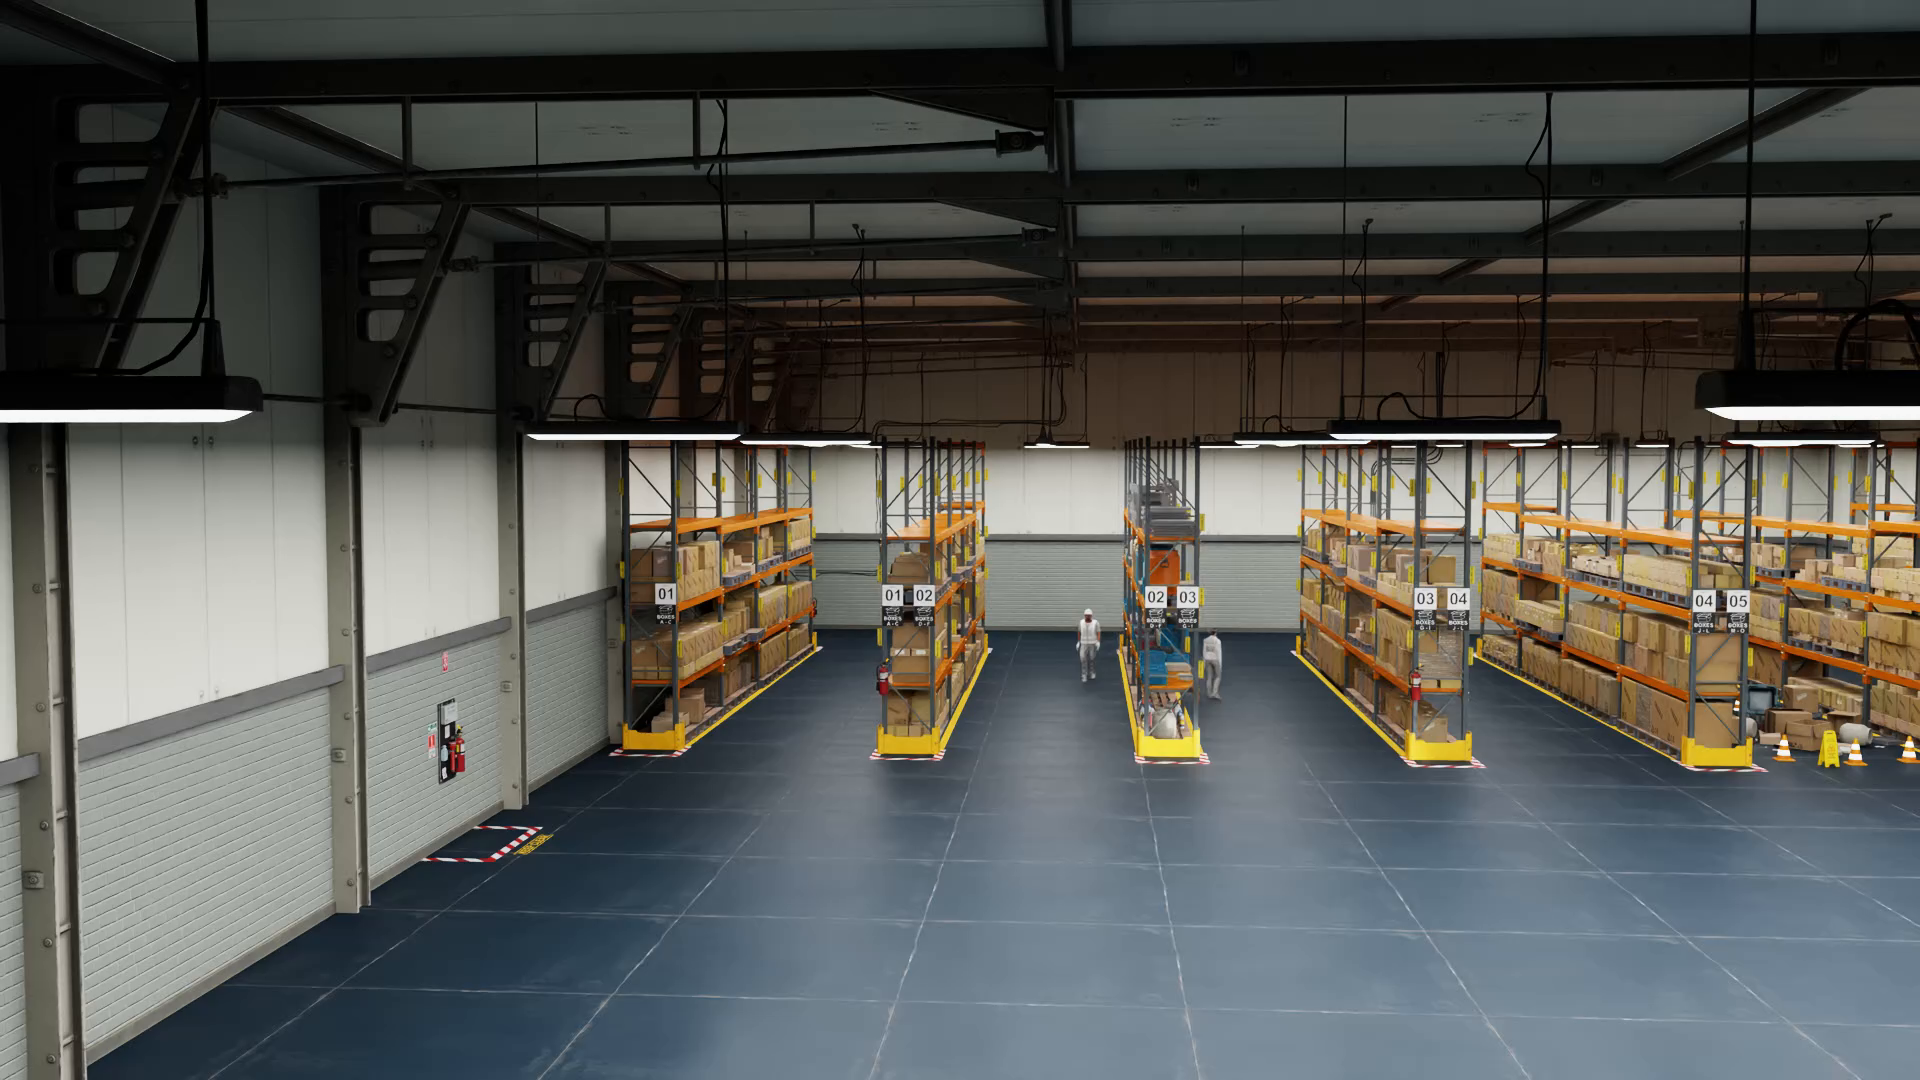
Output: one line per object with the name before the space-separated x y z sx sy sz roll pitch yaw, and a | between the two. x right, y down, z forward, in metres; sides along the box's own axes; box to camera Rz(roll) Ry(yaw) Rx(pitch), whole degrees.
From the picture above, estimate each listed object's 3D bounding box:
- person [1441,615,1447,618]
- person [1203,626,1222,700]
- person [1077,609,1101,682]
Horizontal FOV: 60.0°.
person | 14.282 2.256 49.197 0.923 1.645 0.462 0 3 -3
person | 5.834 2.850 38.458 0.526 1.705 0.405 3 4 39
person | 3.208 2.626 41.508 0.631 1.822 0.593 1 3 18
